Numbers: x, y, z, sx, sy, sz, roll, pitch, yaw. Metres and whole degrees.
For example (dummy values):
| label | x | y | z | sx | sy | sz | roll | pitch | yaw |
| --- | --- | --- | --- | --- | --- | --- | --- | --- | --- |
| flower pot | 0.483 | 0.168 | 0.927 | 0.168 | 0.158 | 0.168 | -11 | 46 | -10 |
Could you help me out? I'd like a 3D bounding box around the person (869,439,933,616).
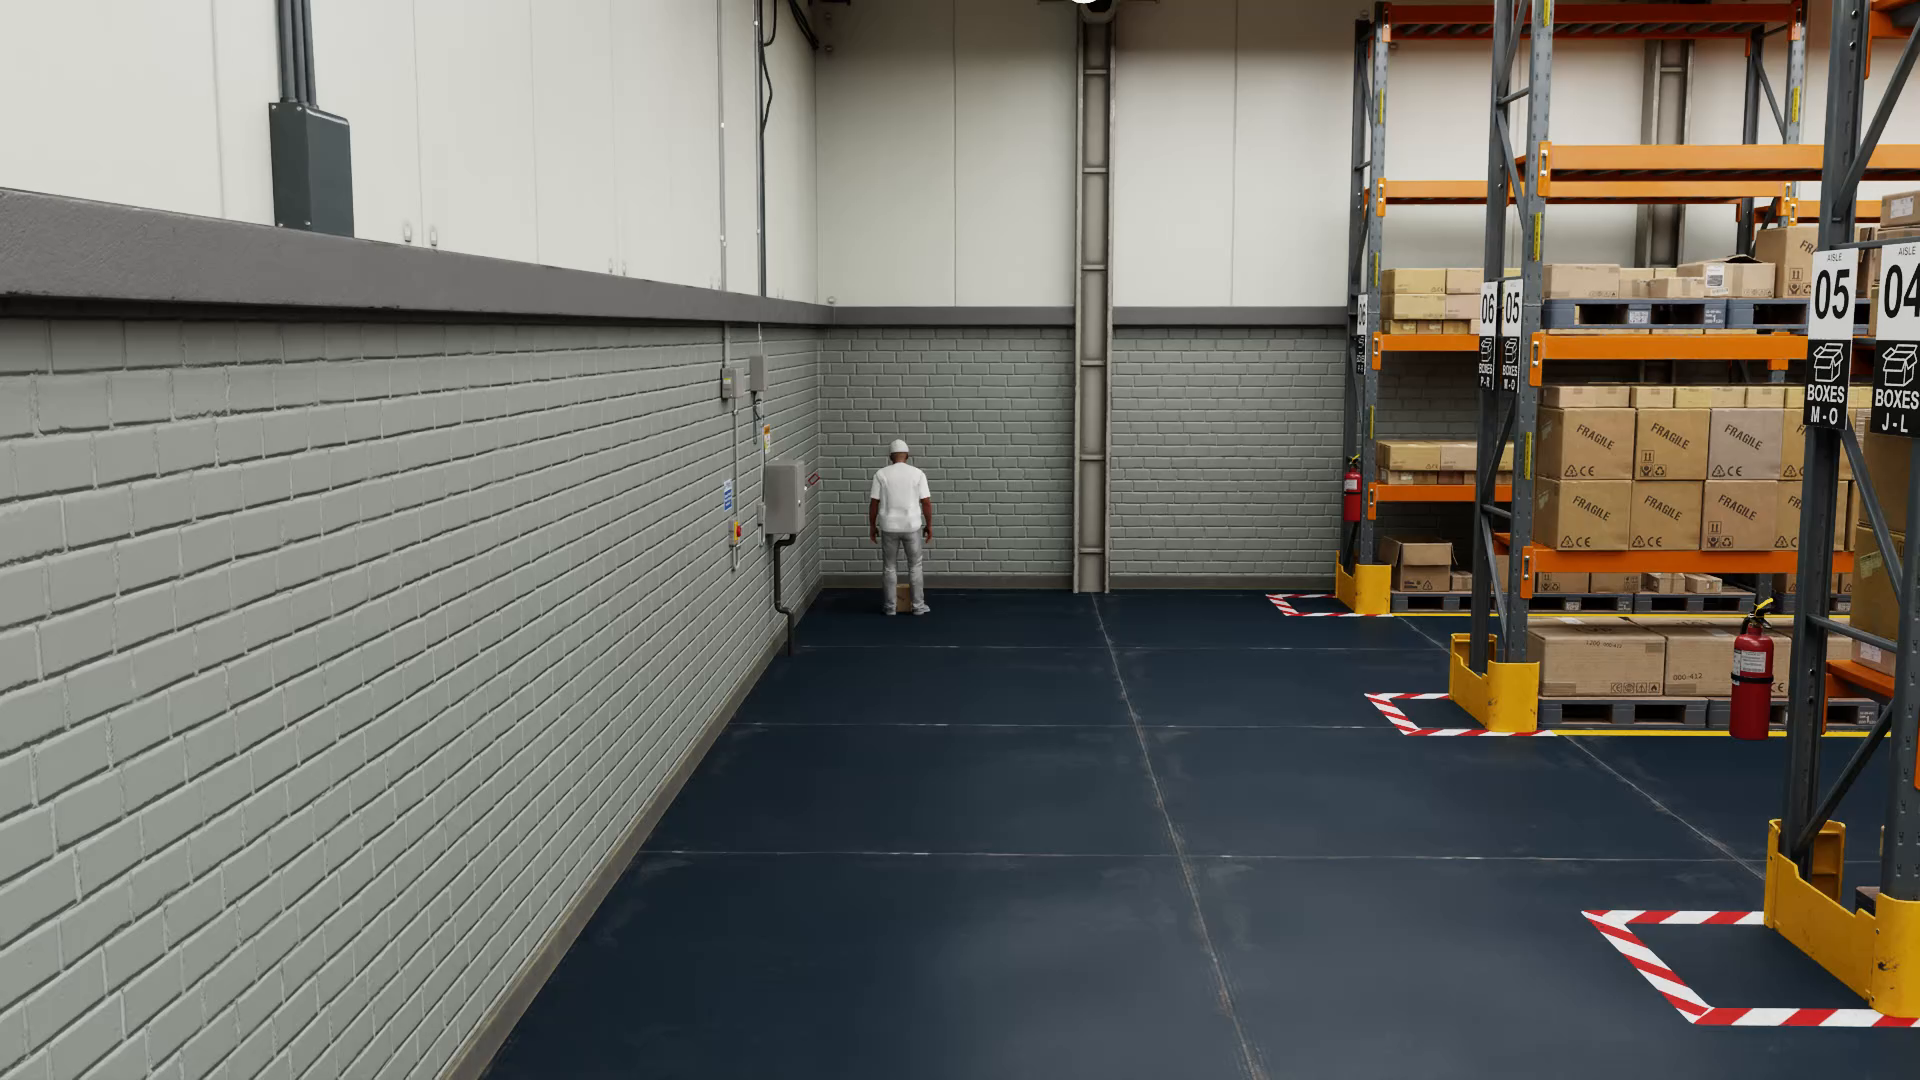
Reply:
| label | x | y | z | sx | sy | sz | roll | pitch | yaw |
| --- | --- | --- | --- | --- | --- | --- | --- | --- | --- |
| person | -0.593 | -0.129 | 16.721 | 0.632 | 1.760 | 0.463 | 0 | 7 | 1 |
